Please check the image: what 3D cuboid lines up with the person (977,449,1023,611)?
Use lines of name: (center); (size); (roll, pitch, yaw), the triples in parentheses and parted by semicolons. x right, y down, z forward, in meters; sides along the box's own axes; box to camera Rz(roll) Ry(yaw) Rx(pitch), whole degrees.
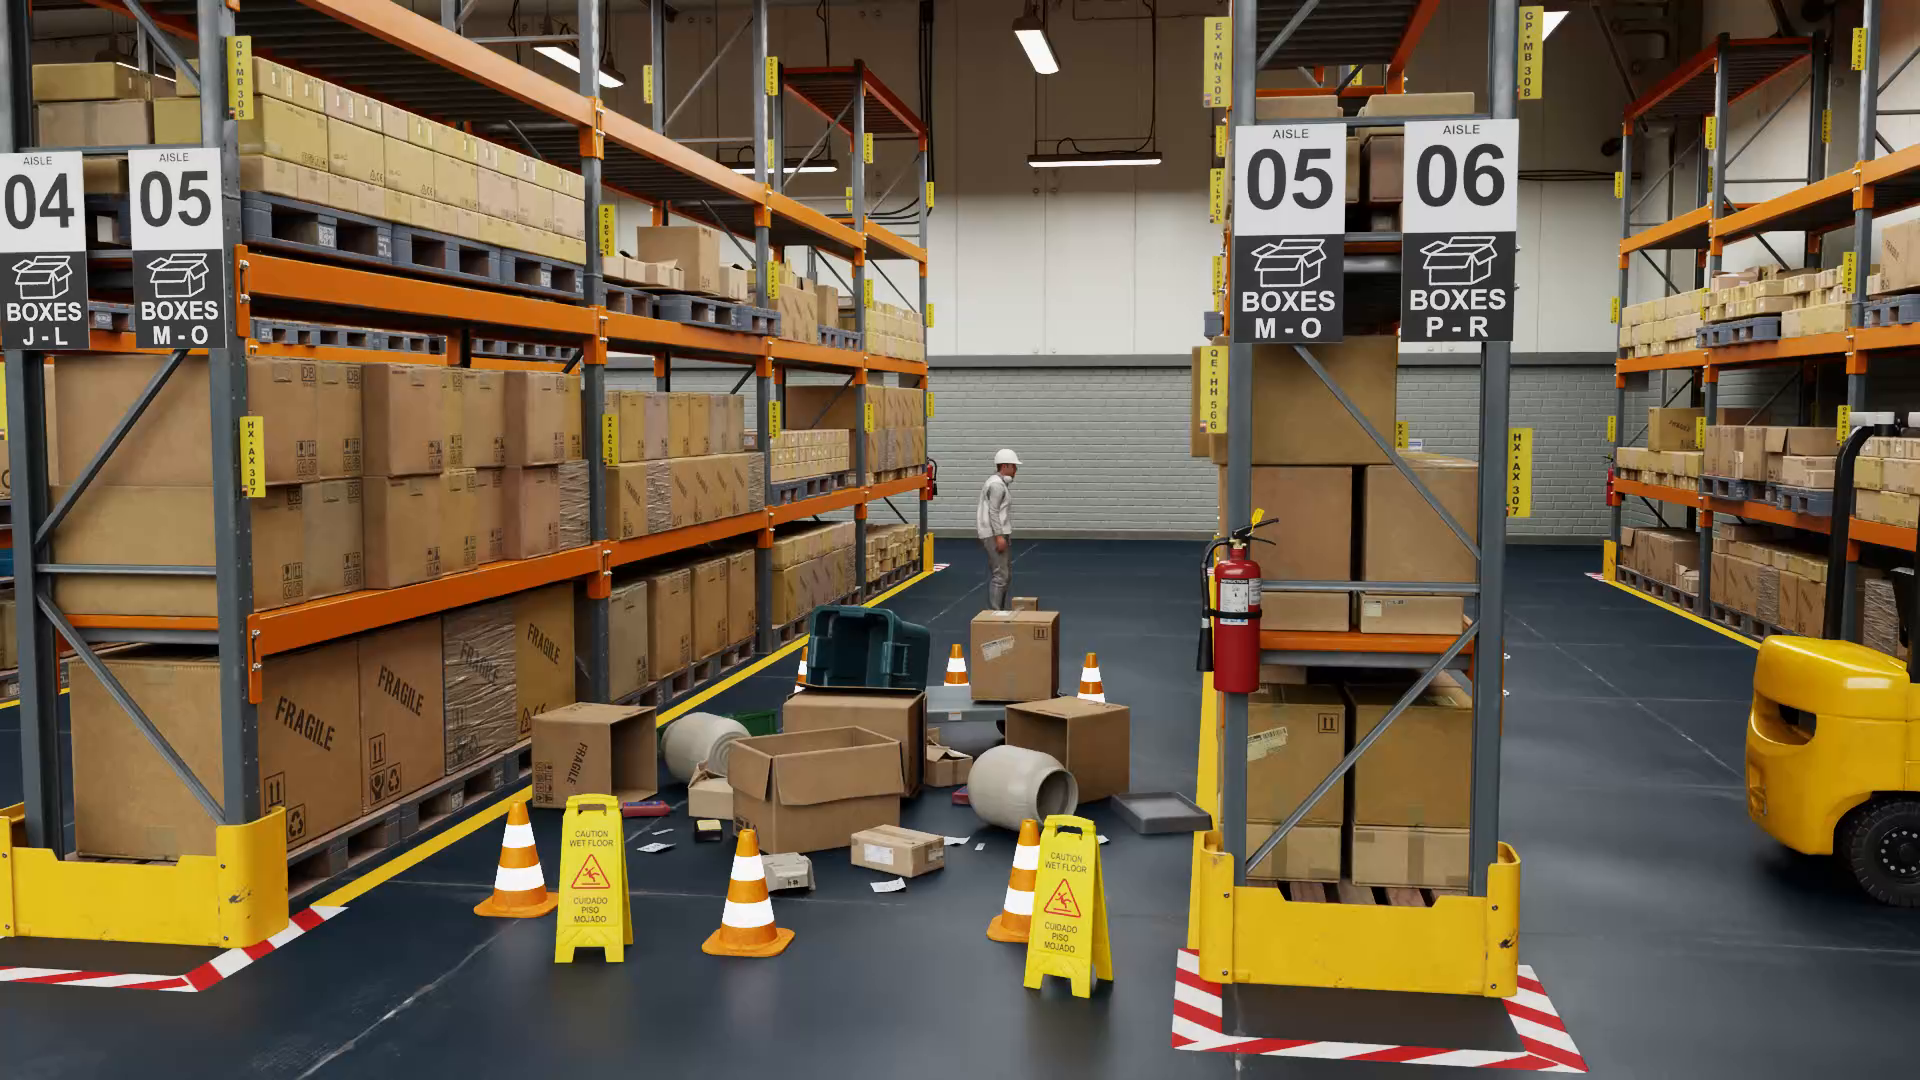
person: (0.408, -0.037, 16.939); (0.466, 1.771, 0.584); (1, 4, 8)
